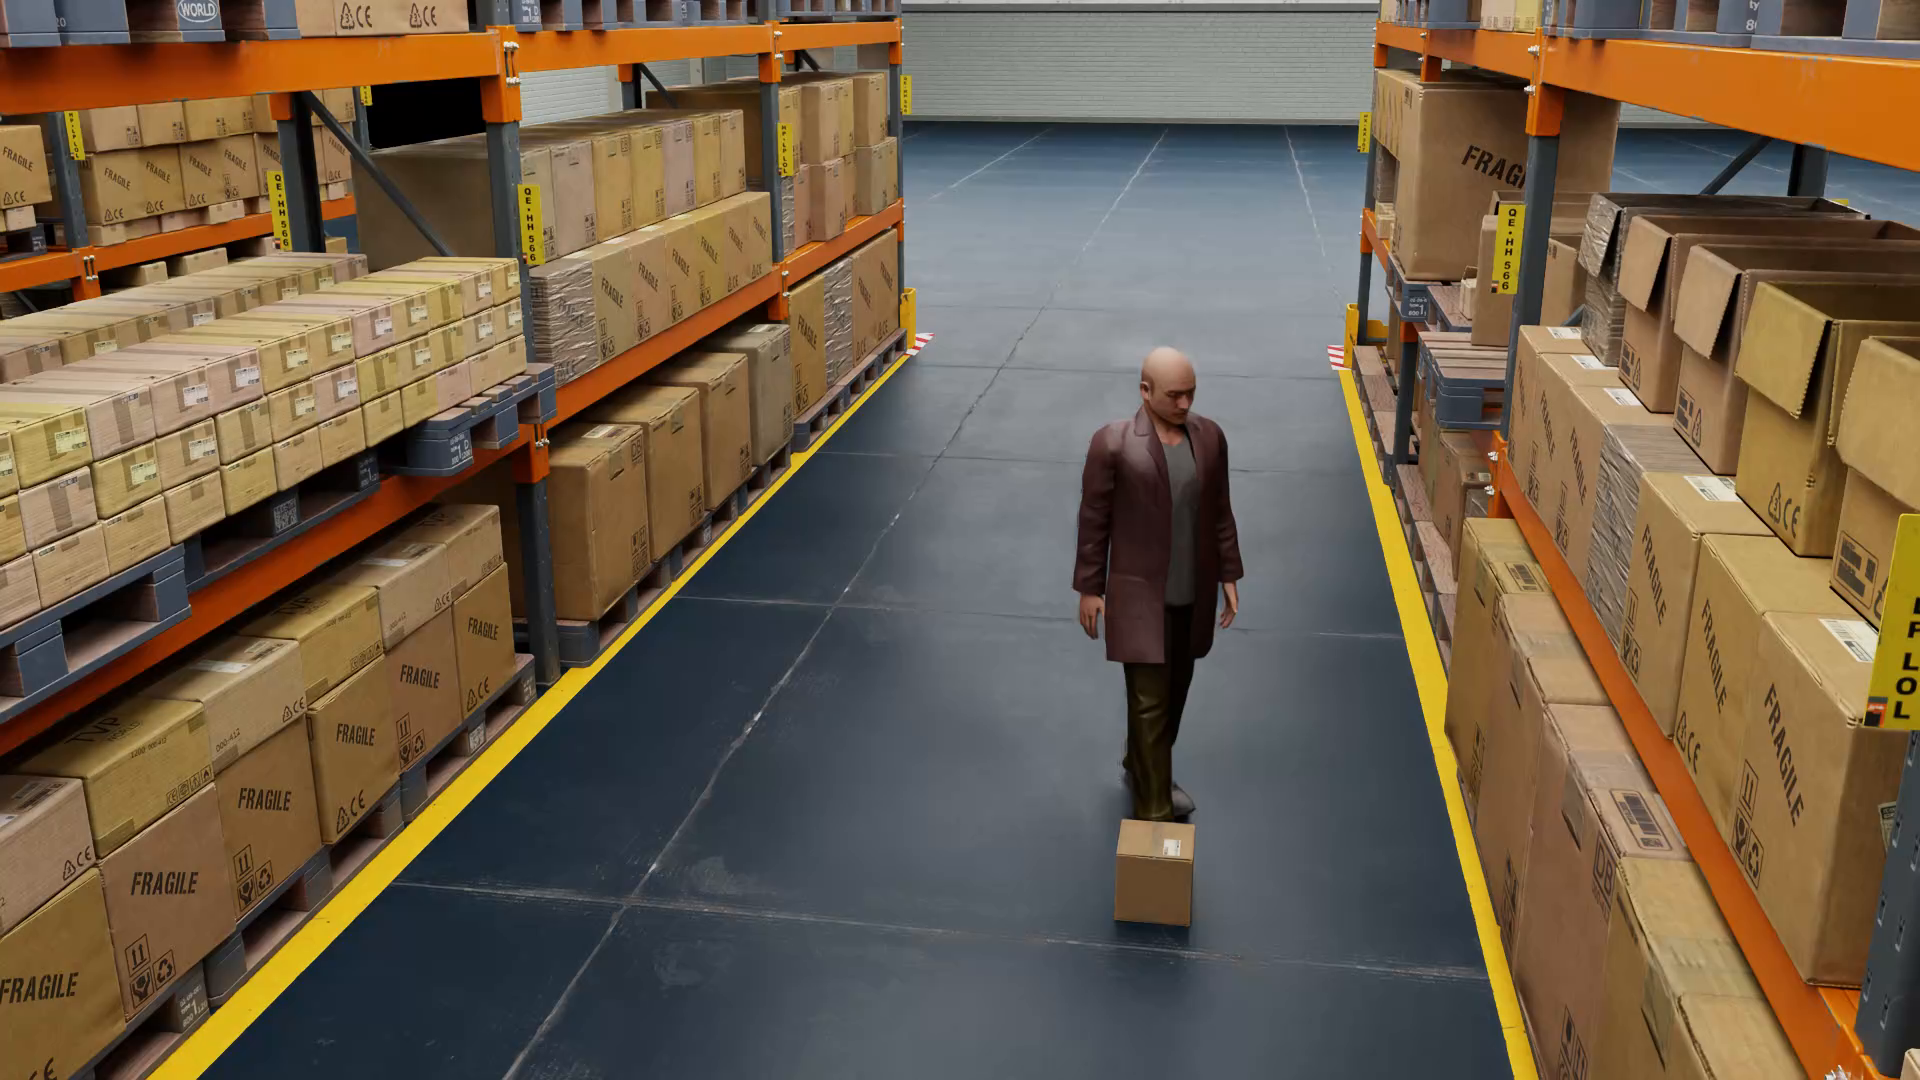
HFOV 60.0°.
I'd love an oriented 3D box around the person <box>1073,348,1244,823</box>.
[{"bbox_3d":[0.783,0.215,5.852,0.619,1.771,0.794,-8,19,-23],"label":"person"}]
